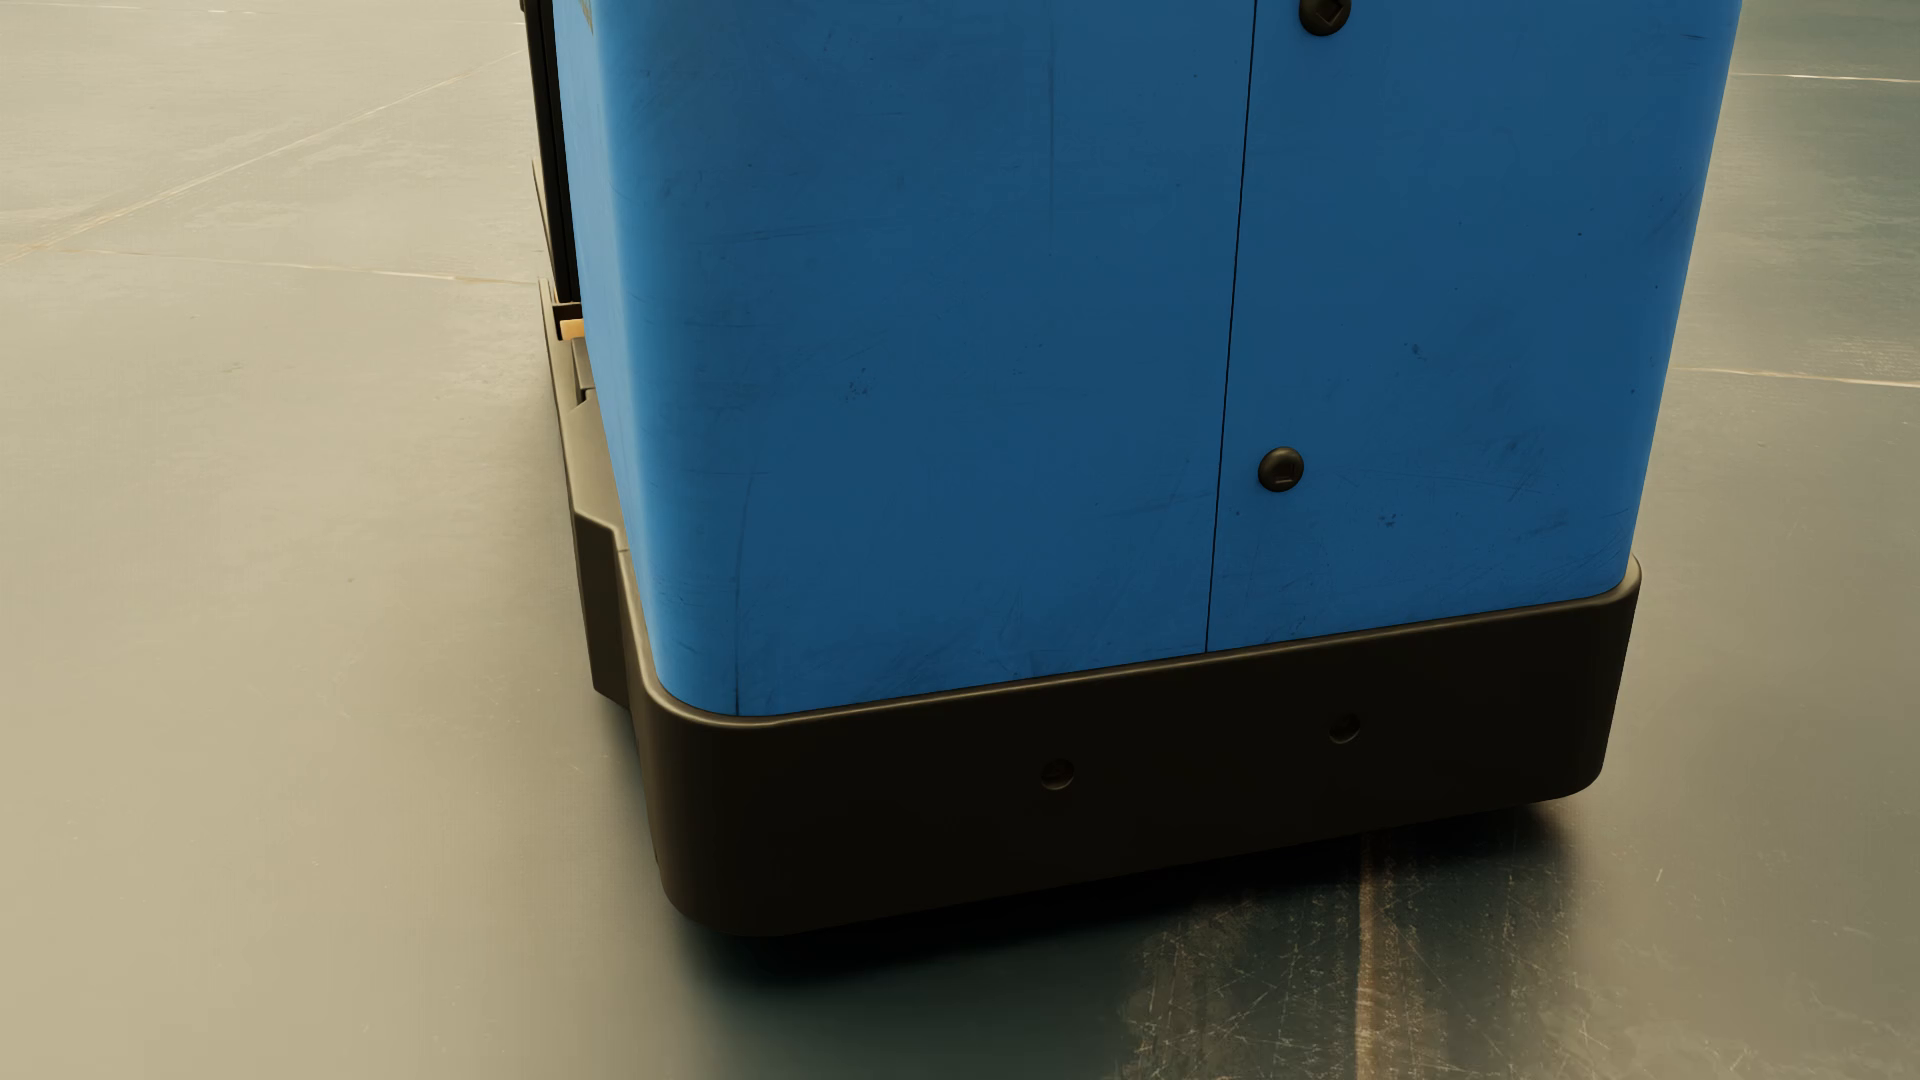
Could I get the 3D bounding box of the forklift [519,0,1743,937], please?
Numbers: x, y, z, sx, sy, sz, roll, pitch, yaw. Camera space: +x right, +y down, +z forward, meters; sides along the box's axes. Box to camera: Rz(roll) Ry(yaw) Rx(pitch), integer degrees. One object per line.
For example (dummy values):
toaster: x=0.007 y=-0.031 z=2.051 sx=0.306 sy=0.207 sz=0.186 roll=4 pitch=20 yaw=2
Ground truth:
forklift: x=-0.161 y=-1.574 z=2.366 sx=1.130 sy=2.935 sz=3.031 roll=-7 pitch=28 yaw=-14
